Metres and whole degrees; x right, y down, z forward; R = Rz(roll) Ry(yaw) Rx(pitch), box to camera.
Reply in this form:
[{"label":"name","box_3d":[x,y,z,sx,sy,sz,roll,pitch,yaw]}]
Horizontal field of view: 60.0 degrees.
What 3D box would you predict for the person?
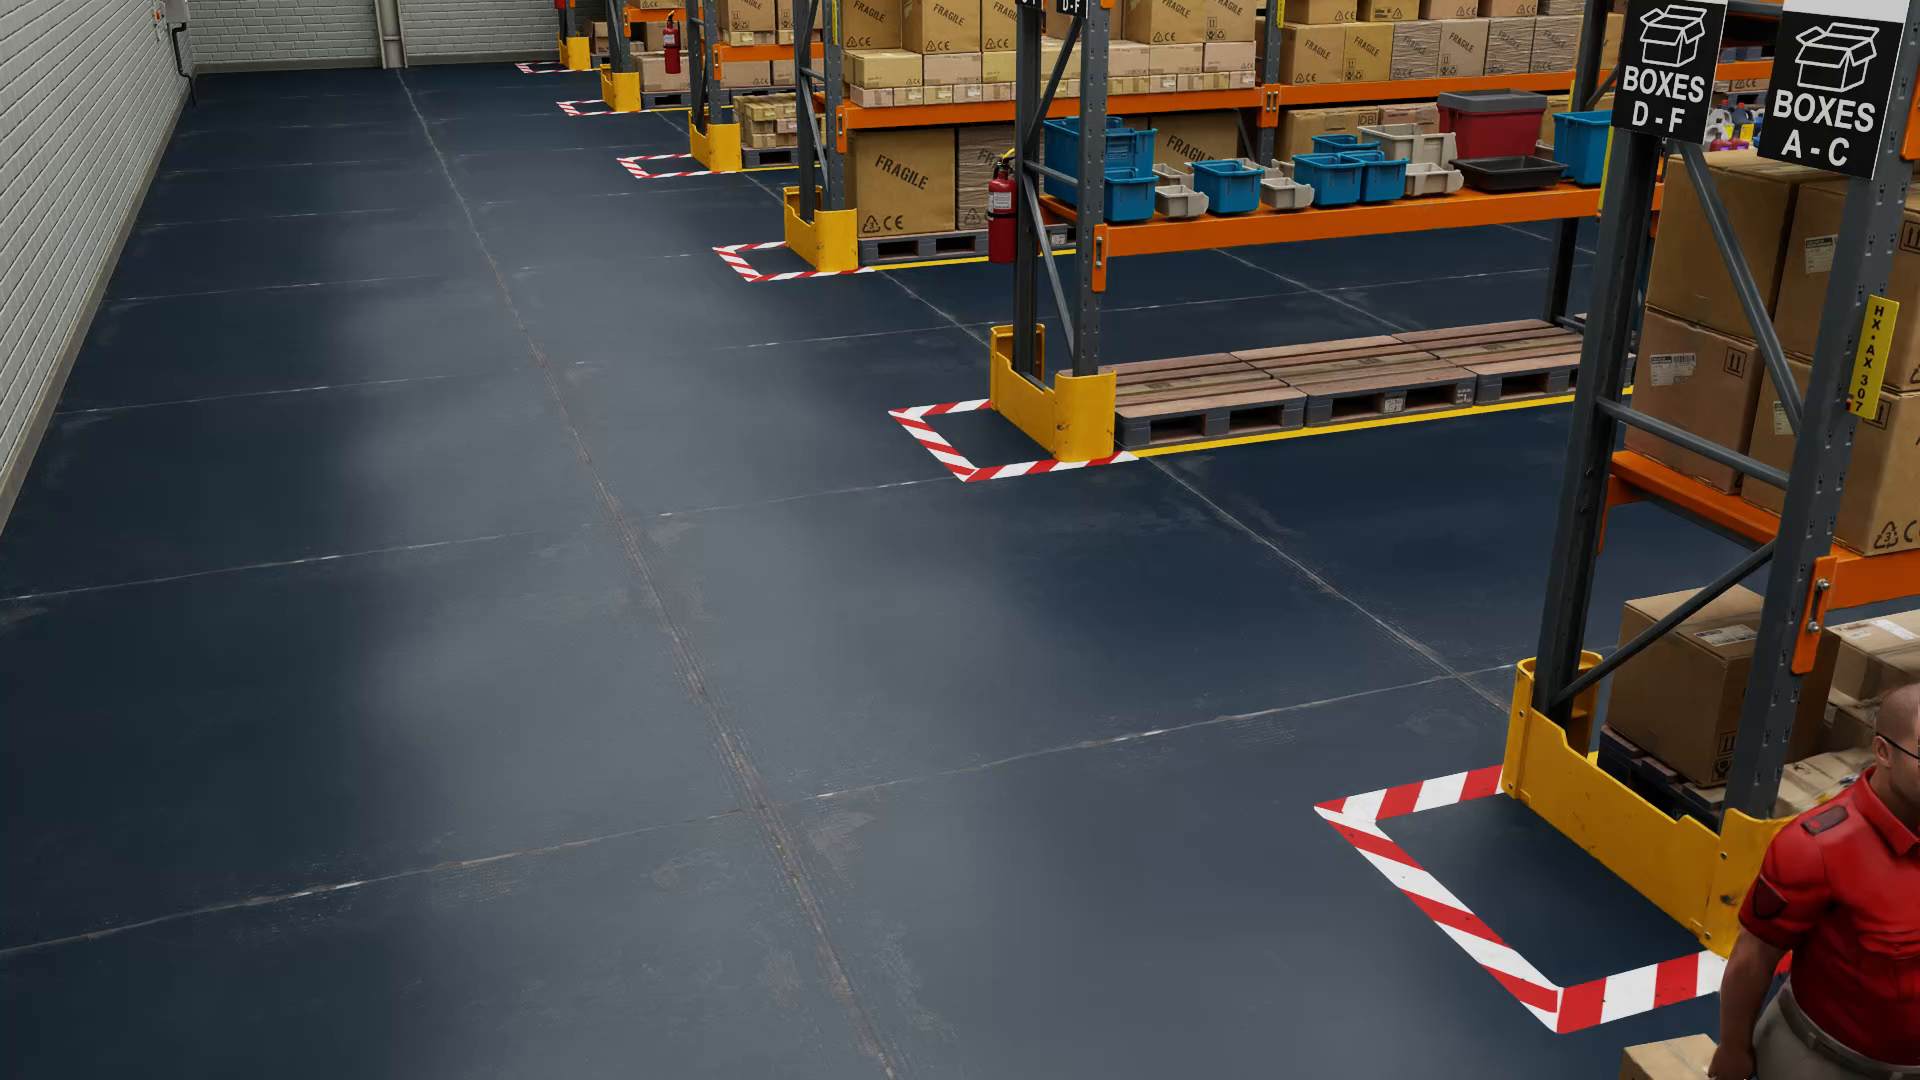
[{"label":"person","box_3d":[1.890,1.053,3.430,0.538,1.611,0.764,-8,24,-20]}]
